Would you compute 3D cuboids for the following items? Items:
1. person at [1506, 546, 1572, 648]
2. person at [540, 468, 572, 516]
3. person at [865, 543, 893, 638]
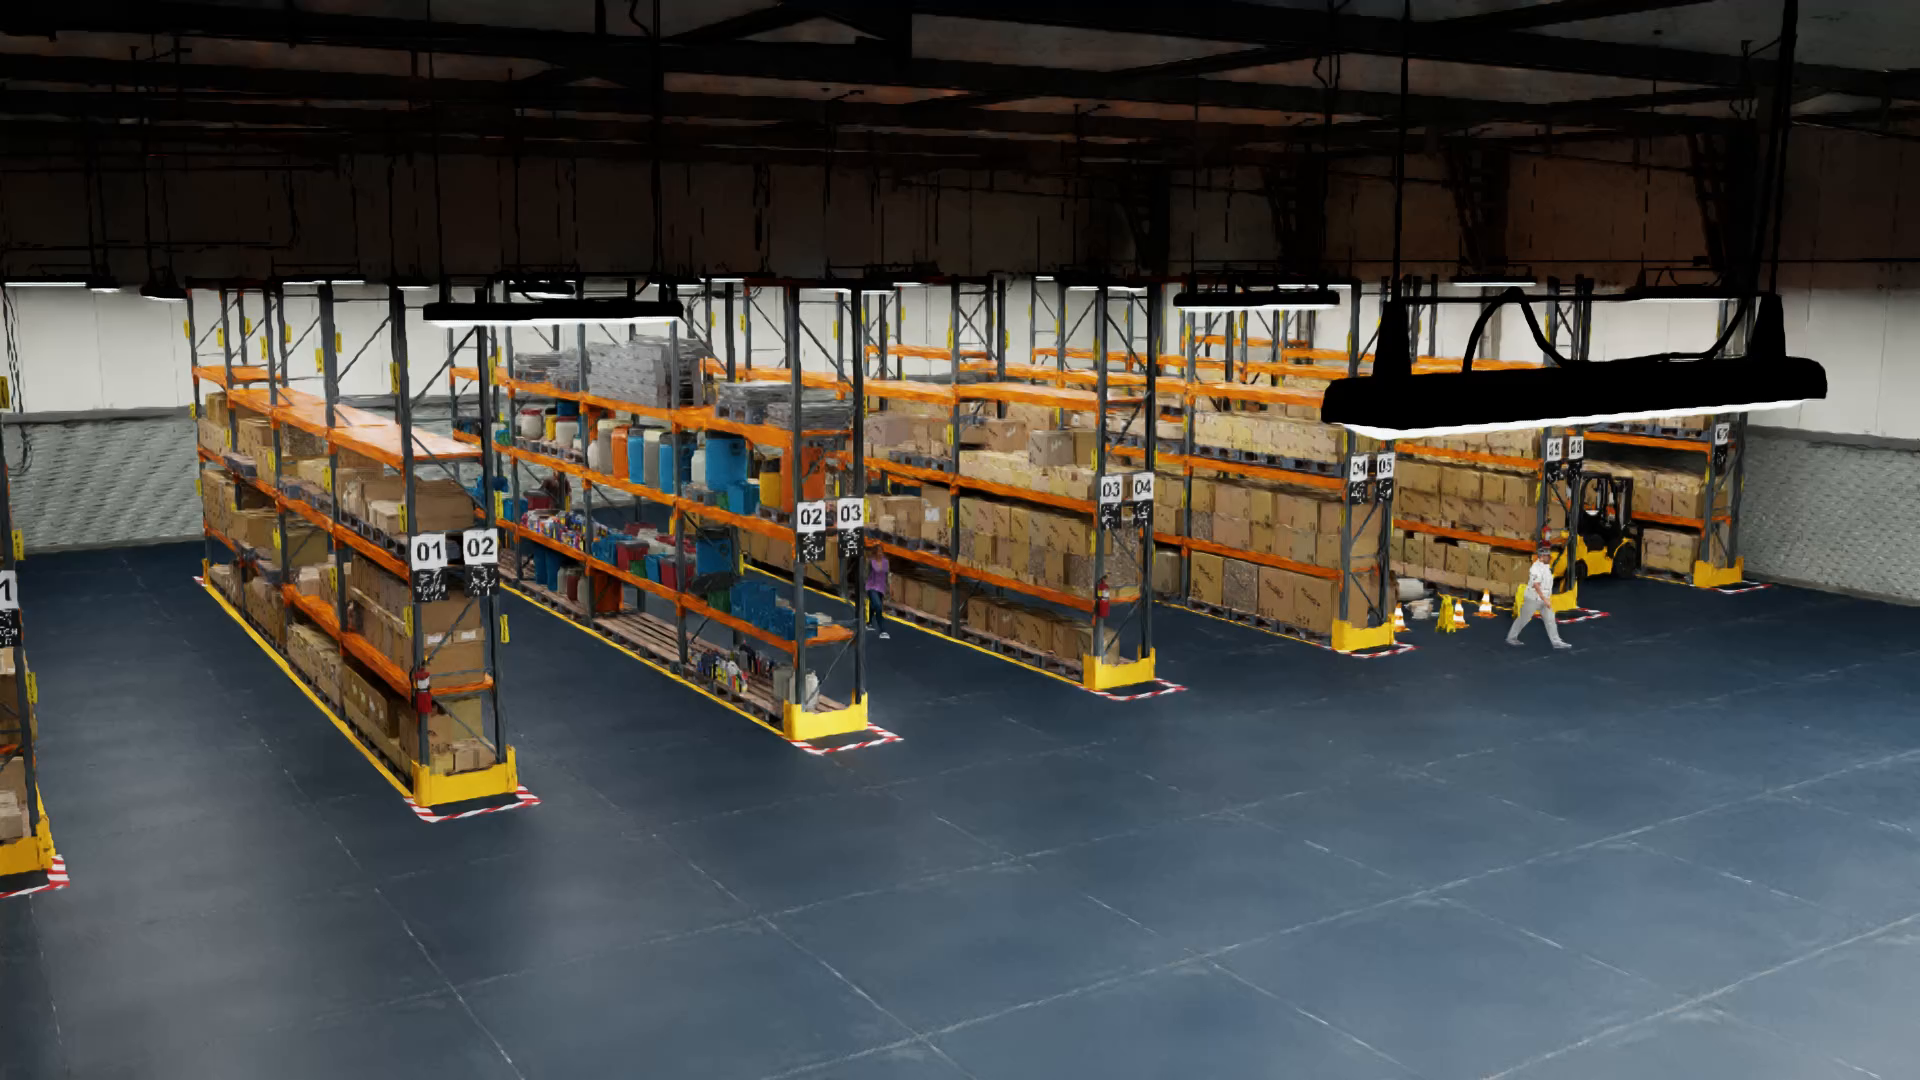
[{"bbox_3d":[9.511,0.926,27.270,0.536,1.707,1.036,-8,12,-40],"label":"person"},{"bbox_3d":[-9.198,-0.844,37.846,0.729,1.733,0.538,-6,11,-34],"label":"person"},{"bbox_3d":[-1.331,0.782,26.973,0.432,1.528,0.939,-6,11,-33],"label":"person"}]
